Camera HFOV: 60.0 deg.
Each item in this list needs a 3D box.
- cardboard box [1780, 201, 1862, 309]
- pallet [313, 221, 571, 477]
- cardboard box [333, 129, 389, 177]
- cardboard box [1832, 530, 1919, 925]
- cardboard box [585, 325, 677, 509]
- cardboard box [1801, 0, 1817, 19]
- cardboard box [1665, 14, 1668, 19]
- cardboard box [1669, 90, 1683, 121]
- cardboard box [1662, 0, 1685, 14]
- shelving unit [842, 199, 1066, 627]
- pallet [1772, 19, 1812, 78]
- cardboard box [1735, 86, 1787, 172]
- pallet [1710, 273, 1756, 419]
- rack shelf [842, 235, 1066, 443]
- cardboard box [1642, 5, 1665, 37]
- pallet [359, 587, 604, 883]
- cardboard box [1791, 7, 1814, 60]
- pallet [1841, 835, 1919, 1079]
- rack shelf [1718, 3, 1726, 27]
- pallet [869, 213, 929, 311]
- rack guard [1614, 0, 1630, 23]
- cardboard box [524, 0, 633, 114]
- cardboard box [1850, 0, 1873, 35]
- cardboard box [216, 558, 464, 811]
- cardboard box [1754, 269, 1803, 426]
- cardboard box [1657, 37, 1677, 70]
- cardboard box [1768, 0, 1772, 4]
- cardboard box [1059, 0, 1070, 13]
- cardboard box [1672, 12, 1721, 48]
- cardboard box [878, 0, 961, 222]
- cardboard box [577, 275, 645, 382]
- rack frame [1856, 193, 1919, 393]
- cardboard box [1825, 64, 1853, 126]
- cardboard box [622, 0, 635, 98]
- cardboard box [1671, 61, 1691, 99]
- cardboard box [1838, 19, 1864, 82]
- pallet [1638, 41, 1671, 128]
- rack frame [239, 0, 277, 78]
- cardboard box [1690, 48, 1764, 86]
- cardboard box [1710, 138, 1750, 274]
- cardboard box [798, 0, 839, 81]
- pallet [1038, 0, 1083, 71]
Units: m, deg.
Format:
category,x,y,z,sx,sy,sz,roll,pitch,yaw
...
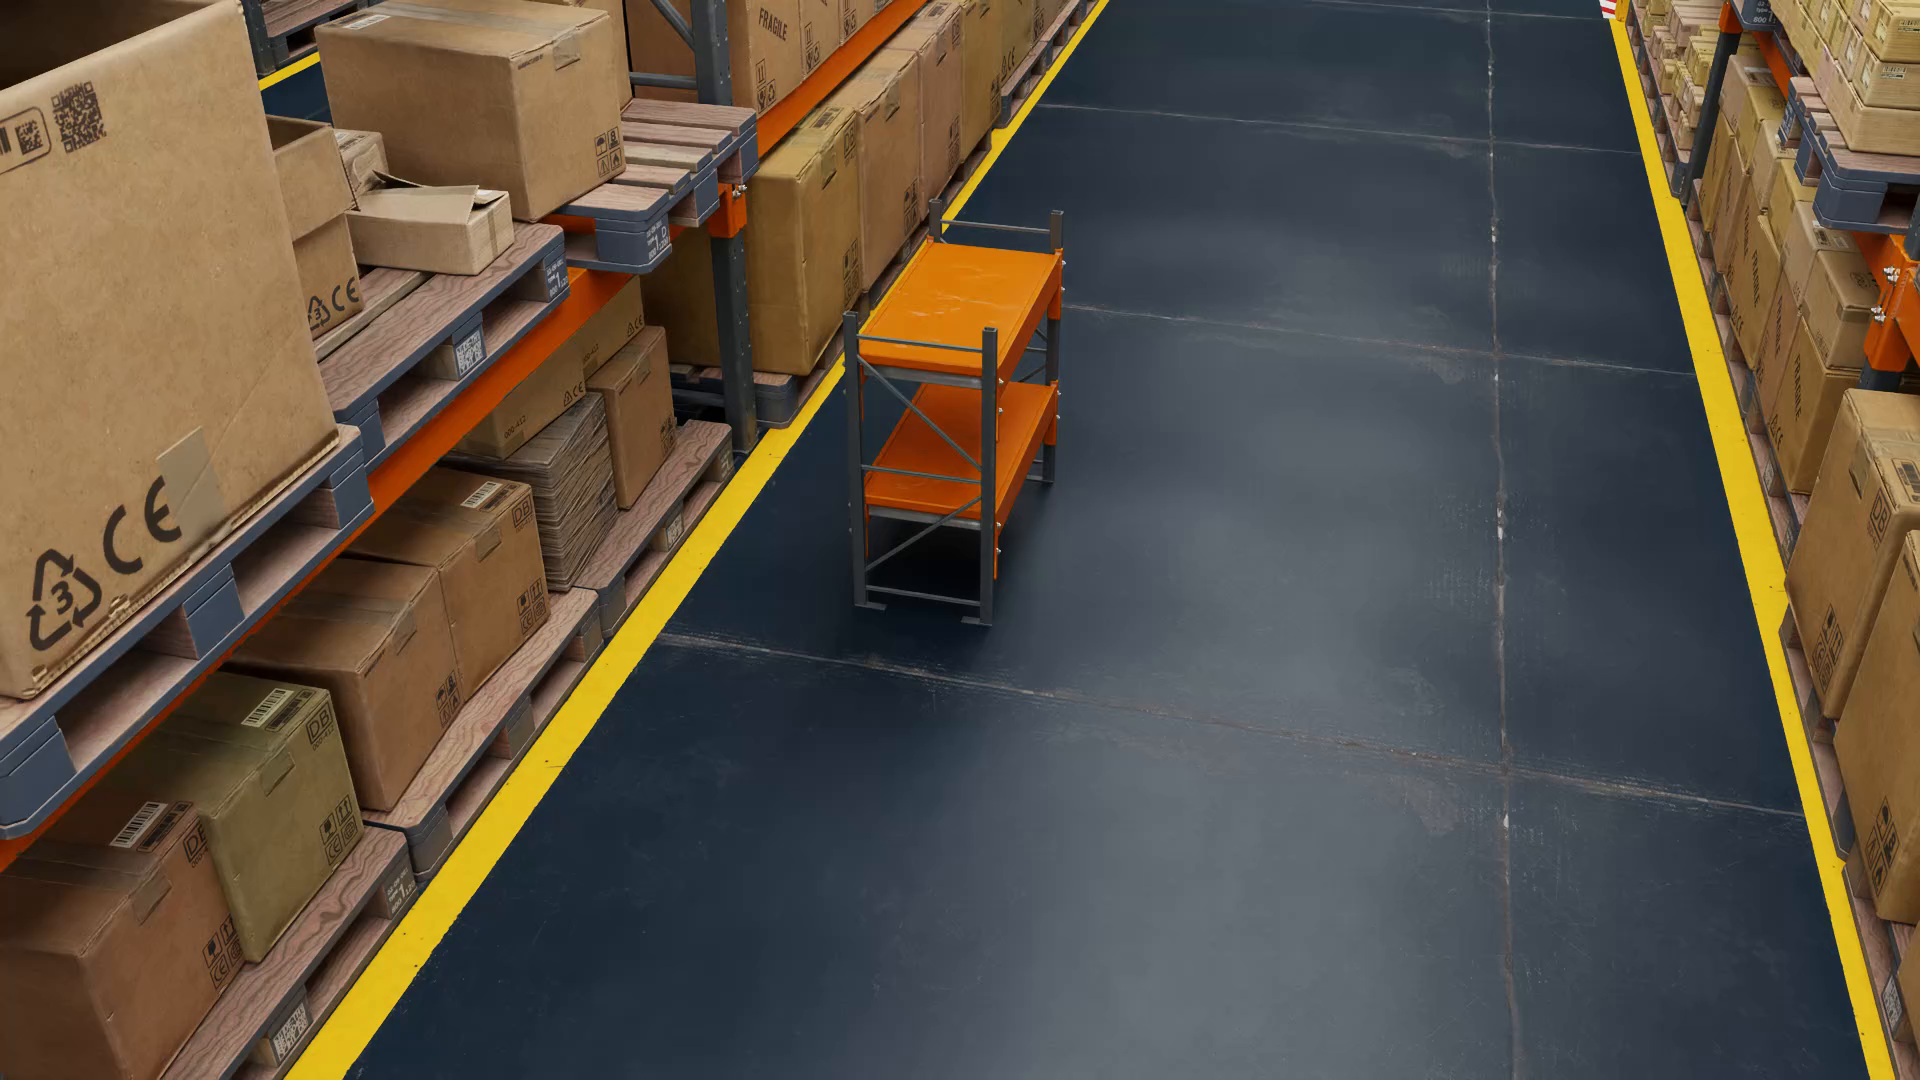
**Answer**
category,x,y,z,sx,sy,sz,roll,pitch,yaw
cardboard box,3.477,-1.072,6.379,0.500,0.250,0.500,8,33,13
pallet,-1.795,-0.593,4.565,1.003,0.211,1.213,8,33,12
cardboard box,-1.980,-0.982,4.747,0.500,0.250,0.500,7,33,11
cardboard box,2.979,0.551,4.292,1.050,0.750,0.750,9,33,13
cardboard box,-1.483,-0.487,6.140,0.700,0.500,0.500,6,33,10
cardboard box,3.384,-2.028,6.210,0.380,0.149,0.250,8,33,12
cardboard box,4.842,-3.450,10.870,0.380,0.149,0.250,6,33,10
cardboard box,4.376,-2.548,9.728,0.380,0.149,0.250,7,33,11
cardboard box,4.693,-3.444,10.583,0.380,0.149,0.250,9,33,13
shelving unit,0.002,-0.478,5.954,0.538,1.125,1.048,8,33,12
pallet,3.902,-1.931,6.670,1.003,0.211,1.213,8,33,12
cardboard box,3.879,-1.869,7.634,0.500,0.250,0.500,9,34,14
pallet,3.951,-0.838,7.372,1.003,0.211,1.213,8,33,12
rack shelf,0.002,-0.725,5.797,0.538,0.278,1.000,8,33,12
cardboard box,4.813,-3.481,11.196,0.380,0.149,0.250,8,33,13
pallet,-1.844,0.507,5.256,1.003,0.211,1.213,8,33,12
cardboard box,3.383,-1.899,6.284,0.380,0.149,0.250,7,33,10
pallet,2.855,1.228,4.122,1.003,0.211,1.213,8,33,12
rack shelf,4.962,-3.789,10.084,1.077,0.370,4.000,8,33,12
pallet,-0.748,-1.560,8.507,1.003,0.211,1.213,8,33,12
rack guard,5.451,-4.036,12.132,1.175,0.500,0.348,8,33,12
cardboard box,-1.431,-1.640,5.549,0.500,0.500,0.500,4,33,6
cardboard box,3.187,-1.748,5.491,0.380,0.149,0.250,8,33,12
cardboard box,-1.890,0.387,4.764,0.700,0.500,0.500,5,33,8
cardboard box,3.489,-0.747,6.568,0.500,0.500,0.500,9,34,14
cardboard box,4.648,-3.071,10.551,0.380,0.149,0.250,8,33,12
cardboard box,3.584,-2.305,6.923,0.380,0.149,0.250,7,33,12
cardboard box,0.382,-4.323,11.844,0.875,0.875,0.875,8,33,12
cardboard box,4.497,-3.045,9.955,0.380,0.149,0.250,6,33,10
cardboard box,-0.686,-2.264,8.604,1.225,0.875,0.875,7,33,11
cardboard box,-1.473,-0.802,5.936,0.500,0.250,0.500,9,34,14
rack frame,3.440,-0.979,4.994,1.000,3.000,0.127,8,33,12
cardboard box,3.185,-1.497,5.652,0.380,0.149,0.250,8,33,12
cardboard box,-1.447,-2.038,6.567,0.500,0.500,0.500,9,34,14
cardboard box,4.335,-2.644,9.602,0.380,0.149,0.250,7,33,11
cardboard box,3.191,-1.633,5.588,0.380,0.149,0.250,9,34,14
pallet,4.899,-2.866,10.562,1.003,0.211,1.213,8,33,12
rack frame,-5.108,-4.456,10.464,1.000,3.000,0.127,8,33,12
cardboard box,4.320,-2.638,9.314,0.380,0.149,0.250,8,33,13
cardboard box,3.878,-1.555,7.838,0.500,0.500,0.500,10,34,15
cardboard box,-0.817,-2.232,6.871,0.500,0.500,0.500,7,33,11
pallet,0.259,-3.624,11.754,1.003,0.211,1.213,8,33,12
